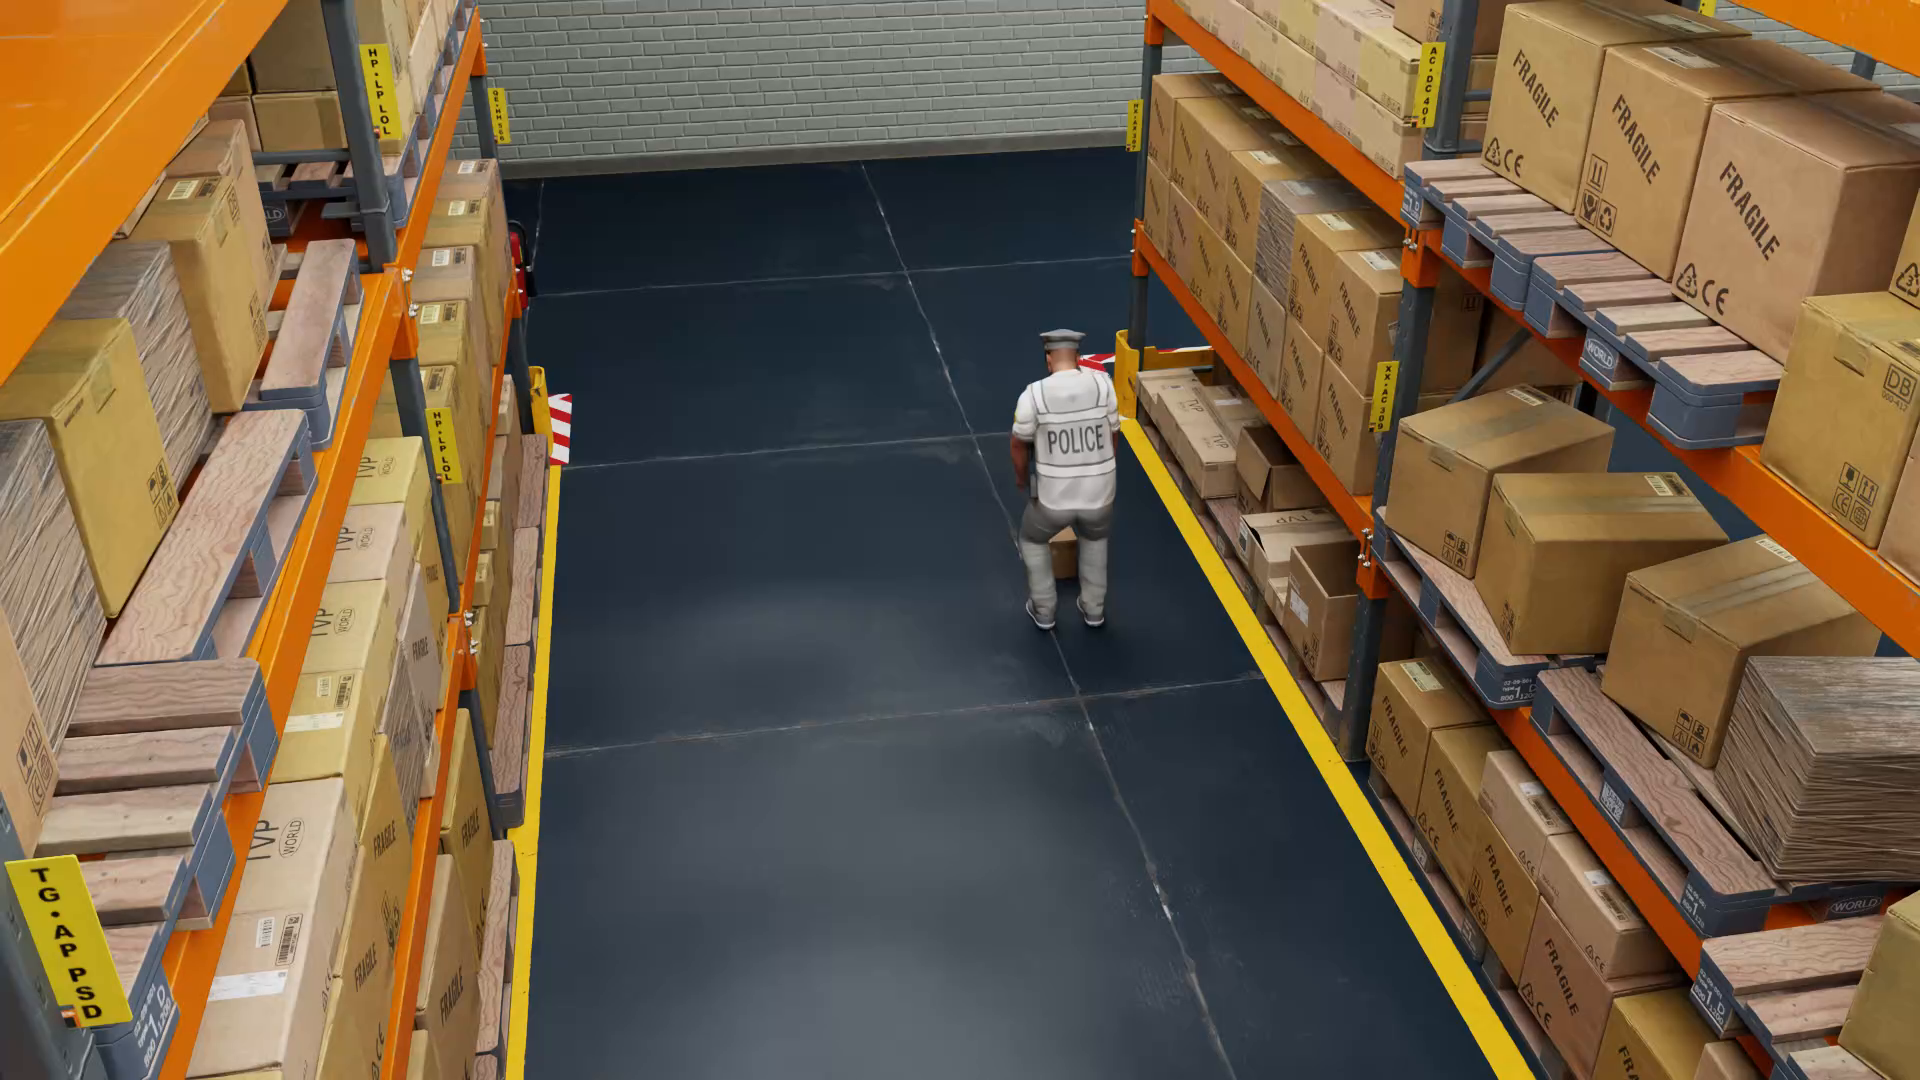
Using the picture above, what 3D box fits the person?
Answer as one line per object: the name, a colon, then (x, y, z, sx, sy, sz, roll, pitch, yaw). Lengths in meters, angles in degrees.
person: (0.548, -0.294, 8.761, 0.575, 1.633, 0.609, -3, 31, -5)
